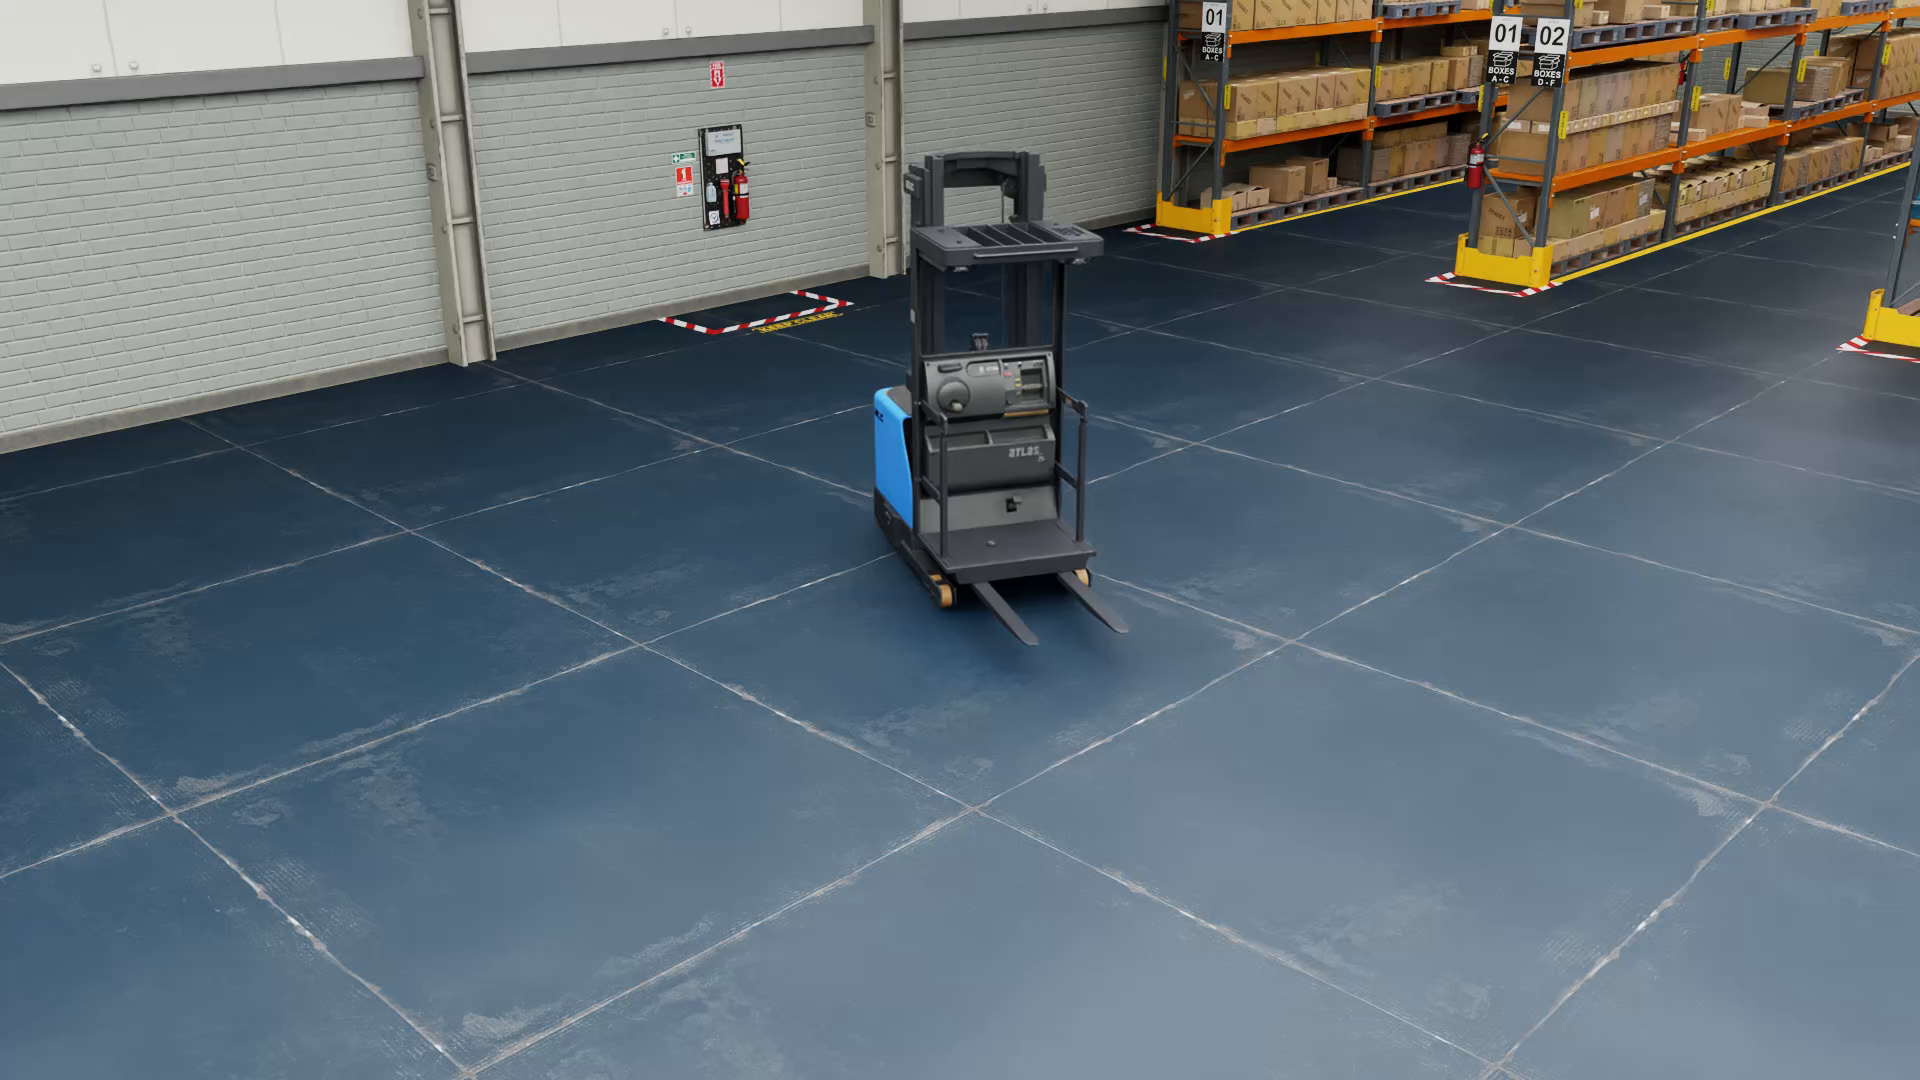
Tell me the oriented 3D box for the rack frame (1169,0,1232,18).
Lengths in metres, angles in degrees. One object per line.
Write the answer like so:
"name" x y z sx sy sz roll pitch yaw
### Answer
"rack frame" 3.375 -8.777 22.867 1.000 3.000 0.127 19 28 41

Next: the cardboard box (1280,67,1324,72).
"cardboard box" 5.324 -7.094 25.986 0.500 0.500 0.500 19 28 40

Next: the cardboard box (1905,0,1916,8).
"cardboard box" 16.166 -9.343 28.731 0.500 0.250 0.500 19 28 41

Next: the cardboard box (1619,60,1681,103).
"cardboard box" 9.412 -6.303 22.844 0.700 0.500 0.500 19 28 41

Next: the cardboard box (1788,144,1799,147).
"cardboard box" 13.715 -6.402 27.920 0.500 0.500 0.500 18 27 39

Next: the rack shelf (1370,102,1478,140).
"rack shelf" 7.561 -7.183 28.085 1.077 0.370 4.000 19 28 41

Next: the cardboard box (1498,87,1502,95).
"cardboard box" 9.352 -7.952 29.405 0.380 0.149 0.250 19 28 40

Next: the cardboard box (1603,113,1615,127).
"cardboard box" 8.252 -5.466 21.571 0.380 0.149 0.250 19 28 40

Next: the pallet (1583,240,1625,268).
"pallet" 8.281 -3.956 22.572 1.003 0.211 1.213 19 28 41

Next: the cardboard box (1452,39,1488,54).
"cardboard box" 9.087 -8.760 29.557 0.500 0.250 0.500 -19 28 -41

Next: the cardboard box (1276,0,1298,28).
"cardboard box" 4.547 -7.720 24.131 0.500 0.500 0.500 -19 28 -40

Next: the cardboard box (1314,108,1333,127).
"cardboard box" 5.359 -6.488 25.454 0.500 0.250 0.500 19 28 40

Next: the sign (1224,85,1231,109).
"sign" 3.764 -6.245 23.435 0.100 0.325 0.005 19 28 41

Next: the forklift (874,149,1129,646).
"forklift" 0.277 -1.062 11.252 1.130 2.935 3.031 -7 22 -17

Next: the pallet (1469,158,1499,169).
"pallet" 9.560 -6.915 30.272 1.003 0.211 1.213 19 28 41

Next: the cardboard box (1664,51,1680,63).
"cardboard box" 14.188 -10.096 34.243 0.700 0.700 0.980 -19 28 -40

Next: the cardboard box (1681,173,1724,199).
"cardboard box" 10.897 -5.245 24.506 0.500 0.311 0.500 18 27 39

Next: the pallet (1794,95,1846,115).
"pallet" 13.861 -7.206 27.409 1.003 0.211 1.213 19 28 41

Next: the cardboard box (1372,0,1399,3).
"cardboard box" 6.604 -8.768 26.301 0.500 0.500 0.500 -15 26 -35

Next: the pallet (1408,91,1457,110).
"pallet" 7.604 -7.425 27.978 1.003 0.211 1.213 19 28 41

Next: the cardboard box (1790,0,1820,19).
"cardboard box" 12.788 -8.362 25.828 0.910 0.500 0.500 19 28 41

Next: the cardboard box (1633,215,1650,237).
"cardboard box" 9.195 -4.379 23.033 0.500 0.250 0.500 19 28 41

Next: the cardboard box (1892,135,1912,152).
"cardboard box" 17.202 -7.335 30.696 0.500 0.250 0.500 19 28 41

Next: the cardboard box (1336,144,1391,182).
"cardboard box" 6.667 -6.237 27.491 0.500 0.500 0.700 -19 28 -40

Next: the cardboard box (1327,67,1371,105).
"cardboard box" 6.057 -7.095 25.990 0.500 0.500 0.500 19 28 41

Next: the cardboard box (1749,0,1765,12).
"cardboard box" 11.472 -7.906 24.407 0.500 0.250 0.500 19 28 40

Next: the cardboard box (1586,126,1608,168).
"cardboard box" 7.975 -5.164 21.689 0.700 0.500 0.500 19 28 41

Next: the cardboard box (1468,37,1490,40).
"cardboard box" 9.450 -8.892 29.901 0.500 0.250 0.500 18 27 39

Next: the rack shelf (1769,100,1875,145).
"rack shelf" 13.903 -6.973 27.537 1.077 0.370 4.000 19 28 41

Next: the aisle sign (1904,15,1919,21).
"aisle sign" 17.926 -10.155 31.192 0.394 0.787 0.004 19 28 41

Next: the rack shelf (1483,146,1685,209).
"rack shelf" 8.322 -4.916 22.187 1.077 0.370 4.000 19 28 41

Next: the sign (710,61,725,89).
"sign" -2.770 -5.310 18.978 0.001 0.298 0.199 19 28 41

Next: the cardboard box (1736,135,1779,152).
"cardboard box" 13.028 -6.498 27.125 0.500 0.250 0.500 -19 28 -40

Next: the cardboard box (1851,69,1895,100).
"cardboard box" 15.849 -7.932 28.891 0.500 0.500 0.500 -19 28 -41

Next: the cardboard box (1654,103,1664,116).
"cardboard box" 9.326 -5.861 22.599 0.380 0.149 0.250 18 28 39

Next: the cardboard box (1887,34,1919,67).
"cardboard box" 16.547 -8.651 29.369 0.500 0.500 0.500 18 28 39

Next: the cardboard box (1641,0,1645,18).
"cardboard box" 8.478 -7.084 21.719 0.637 0.503 0.797 -16 26 -36

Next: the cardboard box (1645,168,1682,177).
"cardboard box" 10.503 -5.379 24.855 0.500 0.311 0.500 19 28 40

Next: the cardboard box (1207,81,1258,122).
"cardboard box" 3.923 -6.314 23.956 0.500 0.500 0.500 19 28 41

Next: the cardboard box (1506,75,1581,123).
"cardboard box" 7.299 -5.521 20.809 0.700 0.500 0.500 19 28 41

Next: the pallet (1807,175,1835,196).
"pallet" 13.907 -5.987 27.858 1.003 0.211 1.213 19 28 41

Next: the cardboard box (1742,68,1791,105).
"cardboard box" 12.866 -7.227 26.472 0.700 0.500 0.500 9 23 23

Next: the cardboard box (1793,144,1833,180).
"cardboard box" 14.105 -6.278 27.597 0.500 0.500 0.500 18 27 39

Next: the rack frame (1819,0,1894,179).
"rack frame" 15.298 -7.823 28.746 1.000 3.000 0.127 19 28 41

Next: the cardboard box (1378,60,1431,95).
"cardboard box" 7.377 -7.698 27.670 0.500 0.500 0.700 -16 26 -35

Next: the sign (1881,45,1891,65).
"sign" 15.698 -8.225 28.179 0.100 0.325 0.005 19 28 41

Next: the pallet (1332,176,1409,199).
"pallet" 6.708 -5.904 27.641 1.003 0.211 1.213 19 28 41

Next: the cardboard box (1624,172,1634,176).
"cardboard box" 9.170 -4.988 23.573 0.500 0.500 0.500 19 28 41

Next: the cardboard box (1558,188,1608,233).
"cardboard box" 8.147 -4.344 21.896 0.500 0.500 0.500 19 28 41

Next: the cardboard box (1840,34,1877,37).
"cardboard box" 15.821 -8.663 29.400 0.500 0.500 0.500 19 28 40

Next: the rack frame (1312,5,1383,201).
"rack frame" 6.166 -7.005 26.619 1.000 3.000 0.127 19 28 41

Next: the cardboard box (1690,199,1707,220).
"cardboard box" 10.534 -4.851 24.263 0.500 0.250 0.500 -19 28 -41

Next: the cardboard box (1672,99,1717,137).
"cardboard box" 10.632 -6.142 24.233 0.500 0.500 0.500 -18 27 -38
